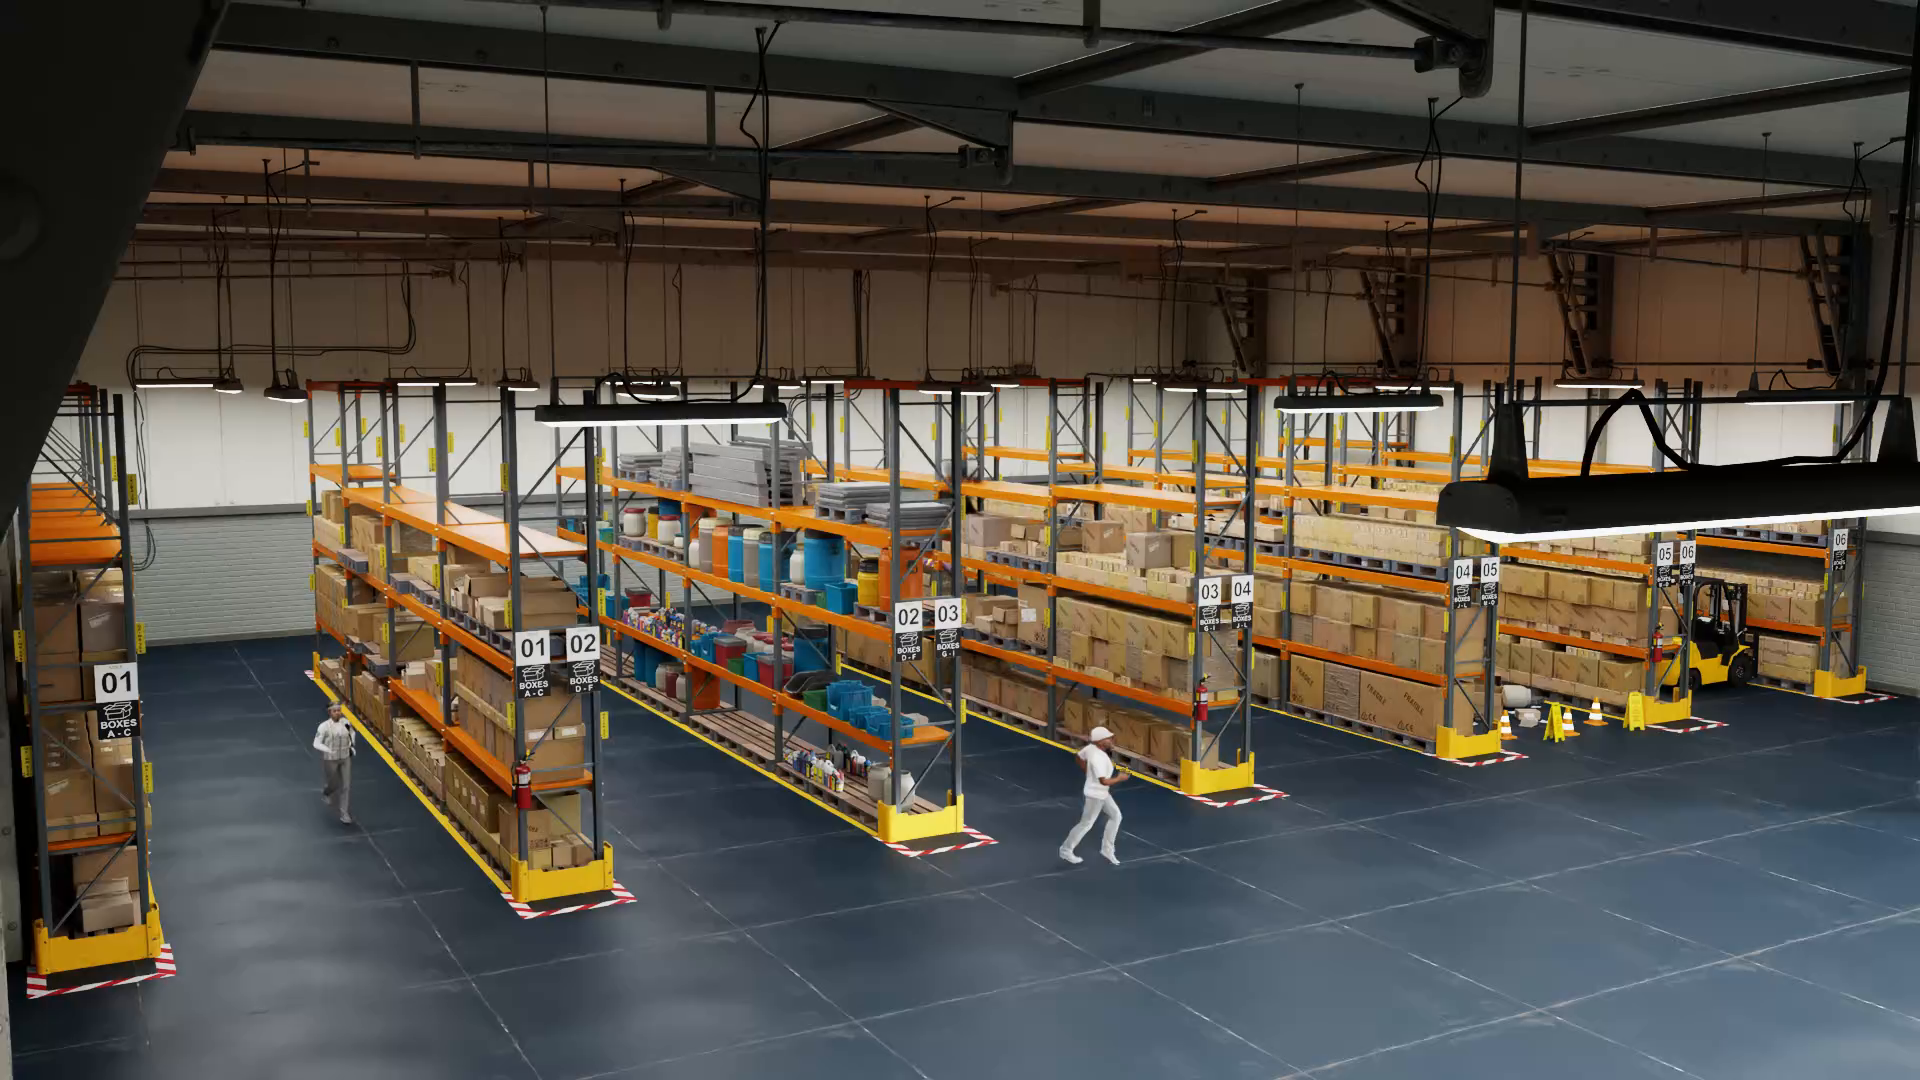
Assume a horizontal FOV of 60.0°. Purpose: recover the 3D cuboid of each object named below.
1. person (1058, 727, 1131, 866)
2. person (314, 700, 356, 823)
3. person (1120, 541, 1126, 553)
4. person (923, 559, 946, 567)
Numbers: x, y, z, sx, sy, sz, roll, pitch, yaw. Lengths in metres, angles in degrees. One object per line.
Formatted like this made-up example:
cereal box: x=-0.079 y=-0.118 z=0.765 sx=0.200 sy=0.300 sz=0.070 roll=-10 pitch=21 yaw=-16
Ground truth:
person: x=1.694 y=3.234 z=20.937 sx=0.896 sy=1.810 sz=0.709 roll=0 pitch=6 yaw=4
person: x=-8.634 y=3.035 z=23.070 sx=0.618 sy=1.669 sz=0.890 roll=-5 pitch=8 yaw=-38
person: x=4.303 y=0.773 z=44.567 sx=0.583 sy=1.639 sz=0.677 roll=-2 pitch=6 yaw=-16
person: x=-0.853 y=1.064 z=41.611 sx=0.954 sy=1.680 sz=0.858 roll=-3 pitch=7 yaw=-24
